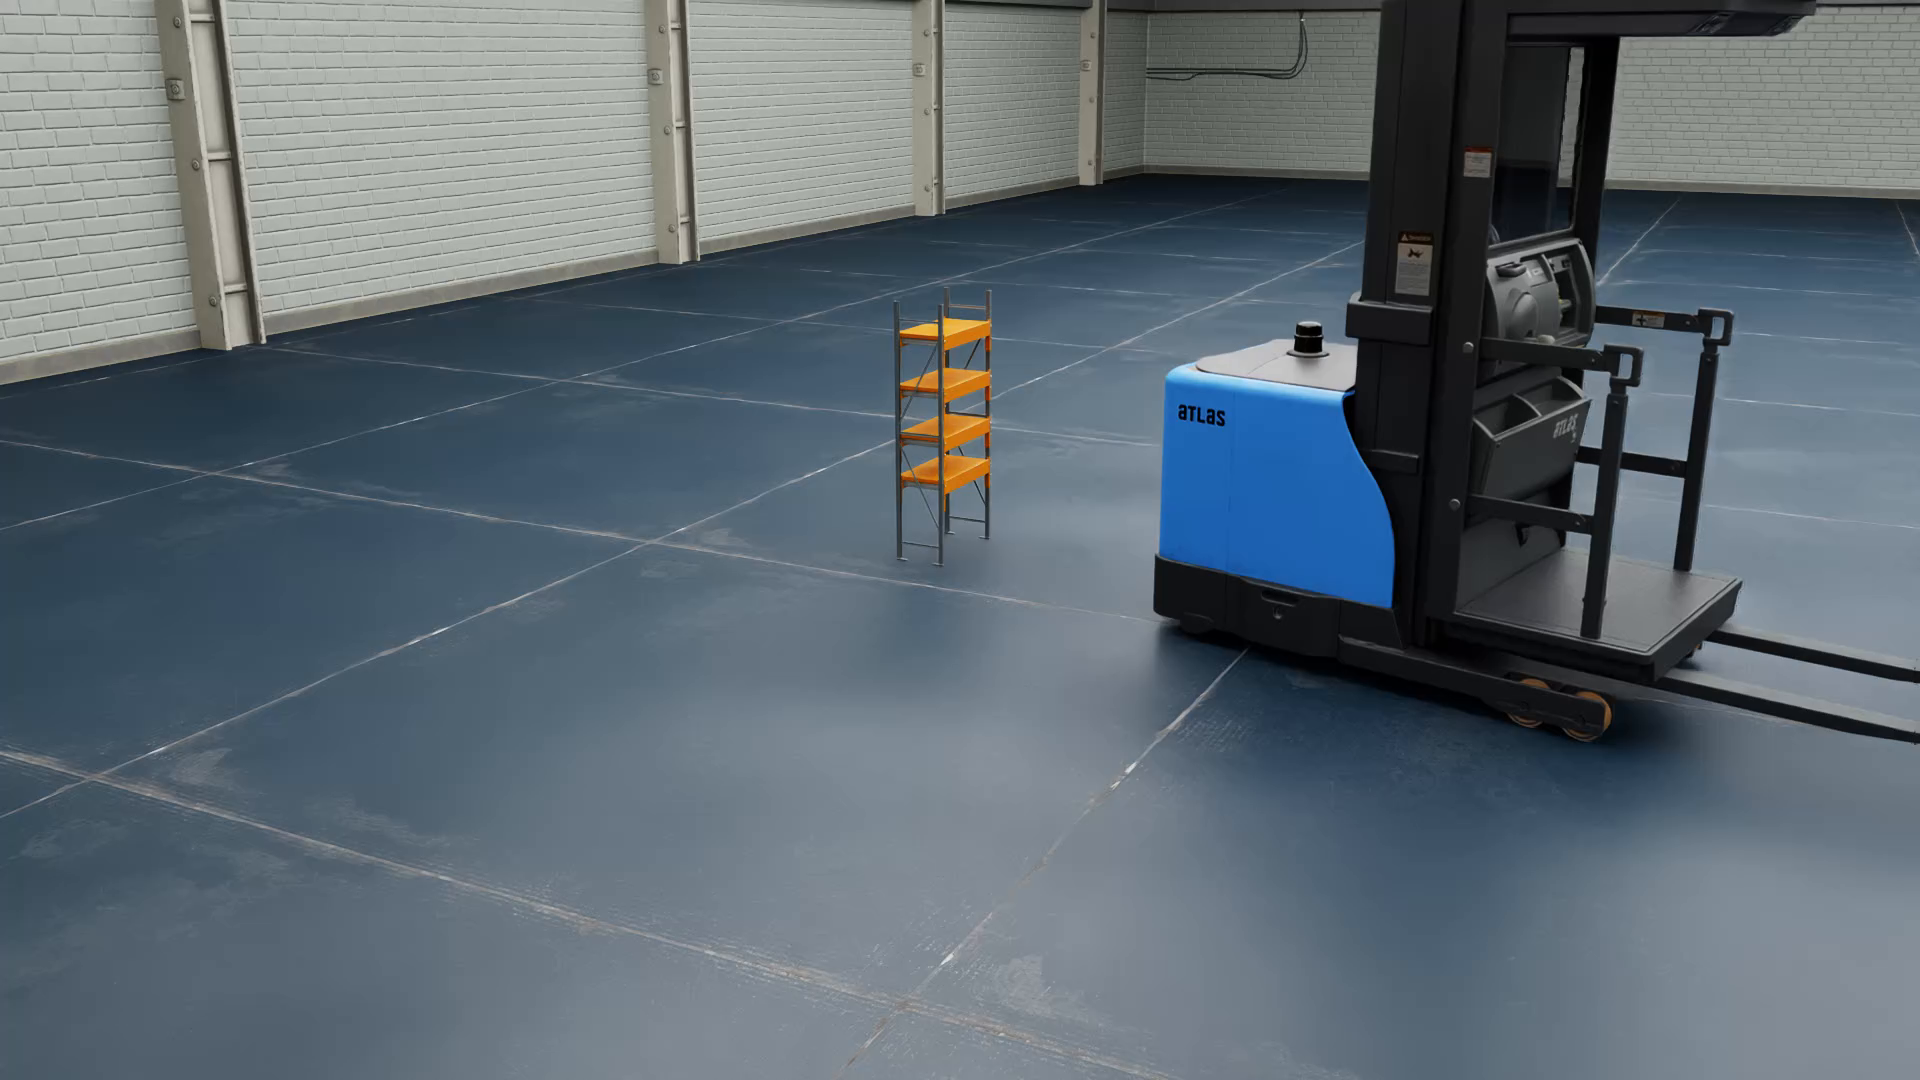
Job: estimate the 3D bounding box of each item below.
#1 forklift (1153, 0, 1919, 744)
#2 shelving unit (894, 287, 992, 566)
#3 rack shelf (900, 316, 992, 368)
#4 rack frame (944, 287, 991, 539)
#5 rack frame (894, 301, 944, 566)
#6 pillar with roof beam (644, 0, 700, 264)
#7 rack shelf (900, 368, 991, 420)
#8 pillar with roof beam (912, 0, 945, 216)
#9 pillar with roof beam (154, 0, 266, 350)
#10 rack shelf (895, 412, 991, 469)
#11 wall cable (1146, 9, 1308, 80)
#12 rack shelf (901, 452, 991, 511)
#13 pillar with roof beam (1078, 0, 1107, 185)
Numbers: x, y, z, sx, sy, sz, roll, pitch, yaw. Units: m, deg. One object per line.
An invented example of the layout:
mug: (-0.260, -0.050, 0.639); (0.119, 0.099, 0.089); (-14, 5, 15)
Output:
forklift: (2.249, -0.885, 5.857); (3.031, 2.935, 1.130); (13, 21, 38)
shelving unit: (-0.074, -0.533, 7.712); (0.258, 1.200, 0.503); (8, 18, 25)
rack shelf: (-0.074, -0.910, 7.600); (0.258, 0.148, 0.480); (8, 18, 25)
rack frame: (0.035, -0.595, 7.921); (0.240, 1.200, 0.015); (8, 18, 25)
rack frame: (-0.183, -0.471, 7.502); (0.240, 1.200, 0.015); (8, 18, 25)
pillar with roof beam: (0.736, -6.850, 15.282); (9.100, 9.000, 0.400); (8, 18, 25)
rack shelf: (-0.074, -0.683, 7.667); (0.258, 0.148, 0.480); (8, 18, 25)
pillar with roof beam: (3.417, -8.378, 20.427); (9.100, 9.000, 0.400); (8, 18, 25)
pillar with roof beam: (-1.945, -5.322, 10.136); (9.100, 9.000, 0.400); (8, 18, 25)
rack shelf: (-0.074, -0.469, 7.731); (0.258, 0.148, 0.480); (8, 18, 25)
wall cable: (4.746, -9.548, 29.819); (3.097, 2.526, 0.112); (8, 18, 25)
rack shelf: (-0.074, -0.278, 7.787); (0.258, 0.148, 0.480); (8, 18, 25)
pillar with roof beam: (6.098, -9.906, 25.573); (9.100, 9.000, 0.400); (8, 18, 25)
